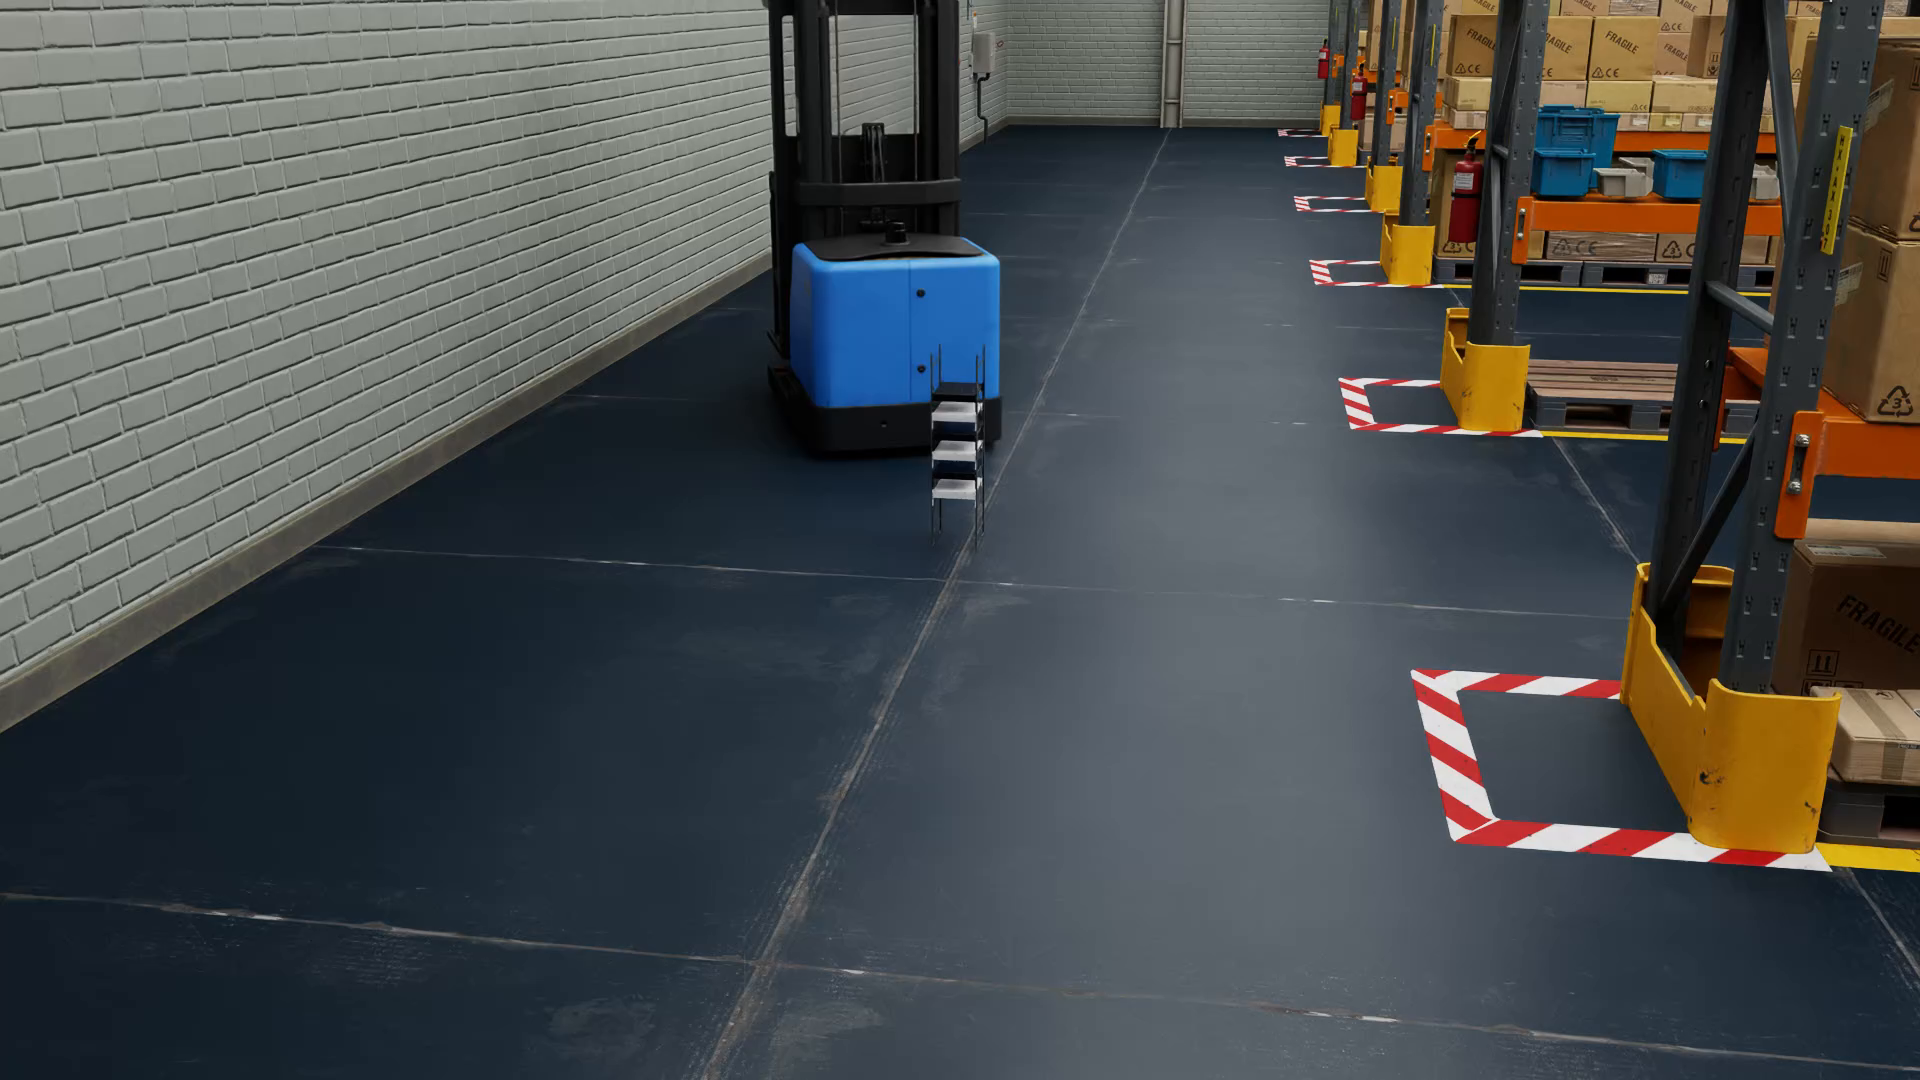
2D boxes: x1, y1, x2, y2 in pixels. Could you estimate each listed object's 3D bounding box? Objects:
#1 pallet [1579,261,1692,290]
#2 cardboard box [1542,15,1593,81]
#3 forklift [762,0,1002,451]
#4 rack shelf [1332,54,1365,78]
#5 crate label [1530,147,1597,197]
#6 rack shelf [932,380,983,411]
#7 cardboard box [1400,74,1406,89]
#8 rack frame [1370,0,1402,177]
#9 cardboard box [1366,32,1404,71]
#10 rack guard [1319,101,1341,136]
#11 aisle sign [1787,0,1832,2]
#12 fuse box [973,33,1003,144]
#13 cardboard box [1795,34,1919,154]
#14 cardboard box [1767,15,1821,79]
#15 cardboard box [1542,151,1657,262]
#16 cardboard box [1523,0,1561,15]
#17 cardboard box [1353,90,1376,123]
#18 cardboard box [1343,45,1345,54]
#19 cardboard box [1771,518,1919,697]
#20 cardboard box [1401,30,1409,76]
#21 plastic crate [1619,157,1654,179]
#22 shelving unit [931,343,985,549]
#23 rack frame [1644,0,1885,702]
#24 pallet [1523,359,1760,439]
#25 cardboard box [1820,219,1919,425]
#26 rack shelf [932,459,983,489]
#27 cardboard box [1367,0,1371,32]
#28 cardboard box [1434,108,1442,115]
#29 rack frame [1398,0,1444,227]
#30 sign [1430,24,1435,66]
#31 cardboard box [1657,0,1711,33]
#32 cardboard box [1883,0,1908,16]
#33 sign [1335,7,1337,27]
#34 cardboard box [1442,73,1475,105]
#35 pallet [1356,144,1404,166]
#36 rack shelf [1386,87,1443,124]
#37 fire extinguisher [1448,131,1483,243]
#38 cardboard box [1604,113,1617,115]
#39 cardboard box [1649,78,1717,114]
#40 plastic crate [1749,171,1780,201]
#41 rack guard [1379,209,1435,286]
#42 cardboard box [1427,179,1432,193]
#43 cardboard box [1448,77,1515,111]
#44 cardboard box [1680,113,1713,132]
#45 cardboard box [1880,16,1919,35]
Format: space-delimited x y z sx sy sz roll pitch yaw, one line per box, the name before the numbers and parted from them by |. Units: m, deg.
pallet | 5.974 -2.385 14.520 1.213 0.211 1.003 3 19 9
cardboard box | 4.896 -4.077 13.767 0.500 0.500 0.500 2 19 7
forklift | -0.602 -2.295 9.963 1.130 2.935 3.031 -4 19 -12
rack shelf | 8.302 -8.003 28.050 4.000 0.370 1.077 3 19 9
crate label | 3.377 -2.067 9.344 0.303 0.233 0.416 3 19 9
rack shelf | -0.008 -0.652 7.507 0.200 0.077 0.258 3 19 9
cardboard box | 5.225 -5.287 19.194 0.250 0.149 0.380 3 19 9
rack frame | 4.858 -5.334 18.939 0.127 3.000 1.000 3 19 9
cardboard box | 5.972 -6.823 23.232 0.500 0.500 0.500 3 19 8
rack guard | 6.402 -7.256 28.622 0.348 0.500 1.175 3 19 9
aisle sign | 2.283 -1.826 4.358 0.004 0.787 0.394 3 19 9
fuse box | 0.450 -7.206 26.565 0.414 1.711 0.539 3 19 9
cardboard box | 2.880 -1.267 5.051 0.500 0.500 0.500 3 19 8
cardboard box | 7.004 -4.141 13.959 0.500 0.500 0.500 3 19 9
cardboard box | 5.515 -2.924 14.422 0.875 0.875 0.875 3 19 9
cardboard box | 6.268 -5.834 18.232 0.500 0.500 0.500 2 19 7
cardboard box | 6.916 -7.400 28.386 0.637 0.503 0.797 2 19 6
cardboard box | 6.697 -8.394 28.478 0.250 0.149 0.380 3 19 8
cardboard box | 2.972 0.245 5.511 0.500 0.500 0.500 3 19 9
cardboard box | 5.342 -5.581 19.049 0.500 0.500 0.500 3 19 10
plastic crate | 4.020 -2.153 9.752 0.243 0.136 0.396 3 19 9
shelving unit | -0.008 -0.427 7.582 0.210 0.900 0.258 3 19 9
rack frame | 2.396 -0.682 5.035 0.127 3.000 1.000 3 19 9
pallet | 3.994 -0.858 9.955 1.213 0.211 1.003 3 19 9
cardboard box | 2.793 -0.625 4.706 0.500 0.500 0.500 3 19 10
rack shelf | -0.008 -0.310 7.622 0.200 0.077 0.258 3 19 9
cardboard box | 6.057 -7.462 23.565 0.500 0.500 0.500 4 19 10
cardboard box | 8.260 -7.285 28.048 0.500 0.500 0.500 3 19 10
rack frame | 3.971 -3.785 14.310 0.127 3.000 1.000 3 19 9
sign | 3.878 -4.060 13.641 0.005 0.325 0.100 3 19 9
cardboard box | 7.789 -5.759 18.006 0.500 0.500 0.500 2 19 7
cardboard box | 12.382 -6.976 22.113 0.500 0.500 0.500 3 19 10
sign | 6.241 -8.686 27.592 0.005 0.325 0.100 3 19 9
cardboard box | 4.492 -3.914 14.462 0.500 0.250 0.500 3 19 8
pallet | 6.345 -5.552 23.984 1.213 0.211 1.003 3 19 9
rack shelf | 6.833 -4.892 18.752 4.000 0.370 1.077 3 19 9
fire extinguisher | 3.109 -2.170 10.192 0.183 0.674 0.296 3 19 9
cardboard box | 5.285 -3.494 13.835 0.250 0.149 0.380 3 19 8
cardboard box | 5.928 -3.671 13.737 0.500 0.250 0.500 3 19 8
plastic crate | 4.351 -1.945 9.132 0.298 0.136 0.250 3 19 9
rack guard | 3.948 -2.601 14.710 0.348 0.500 1.175 3 19 9
cardboard box | 5.325 -4.055 18.946 0.250 0.149 0.380 3 19 10
cardboard box | 4.403 -3.747 13.962 0.500 0.250 0.500 2 19 7
cardboard box | 6.048 -3.455 13.720 0.250 0.149 0.380 3 19 10
cardboard box | 7.425 -3.949 13.385 0.500 0.500 0.500 3 19 10
